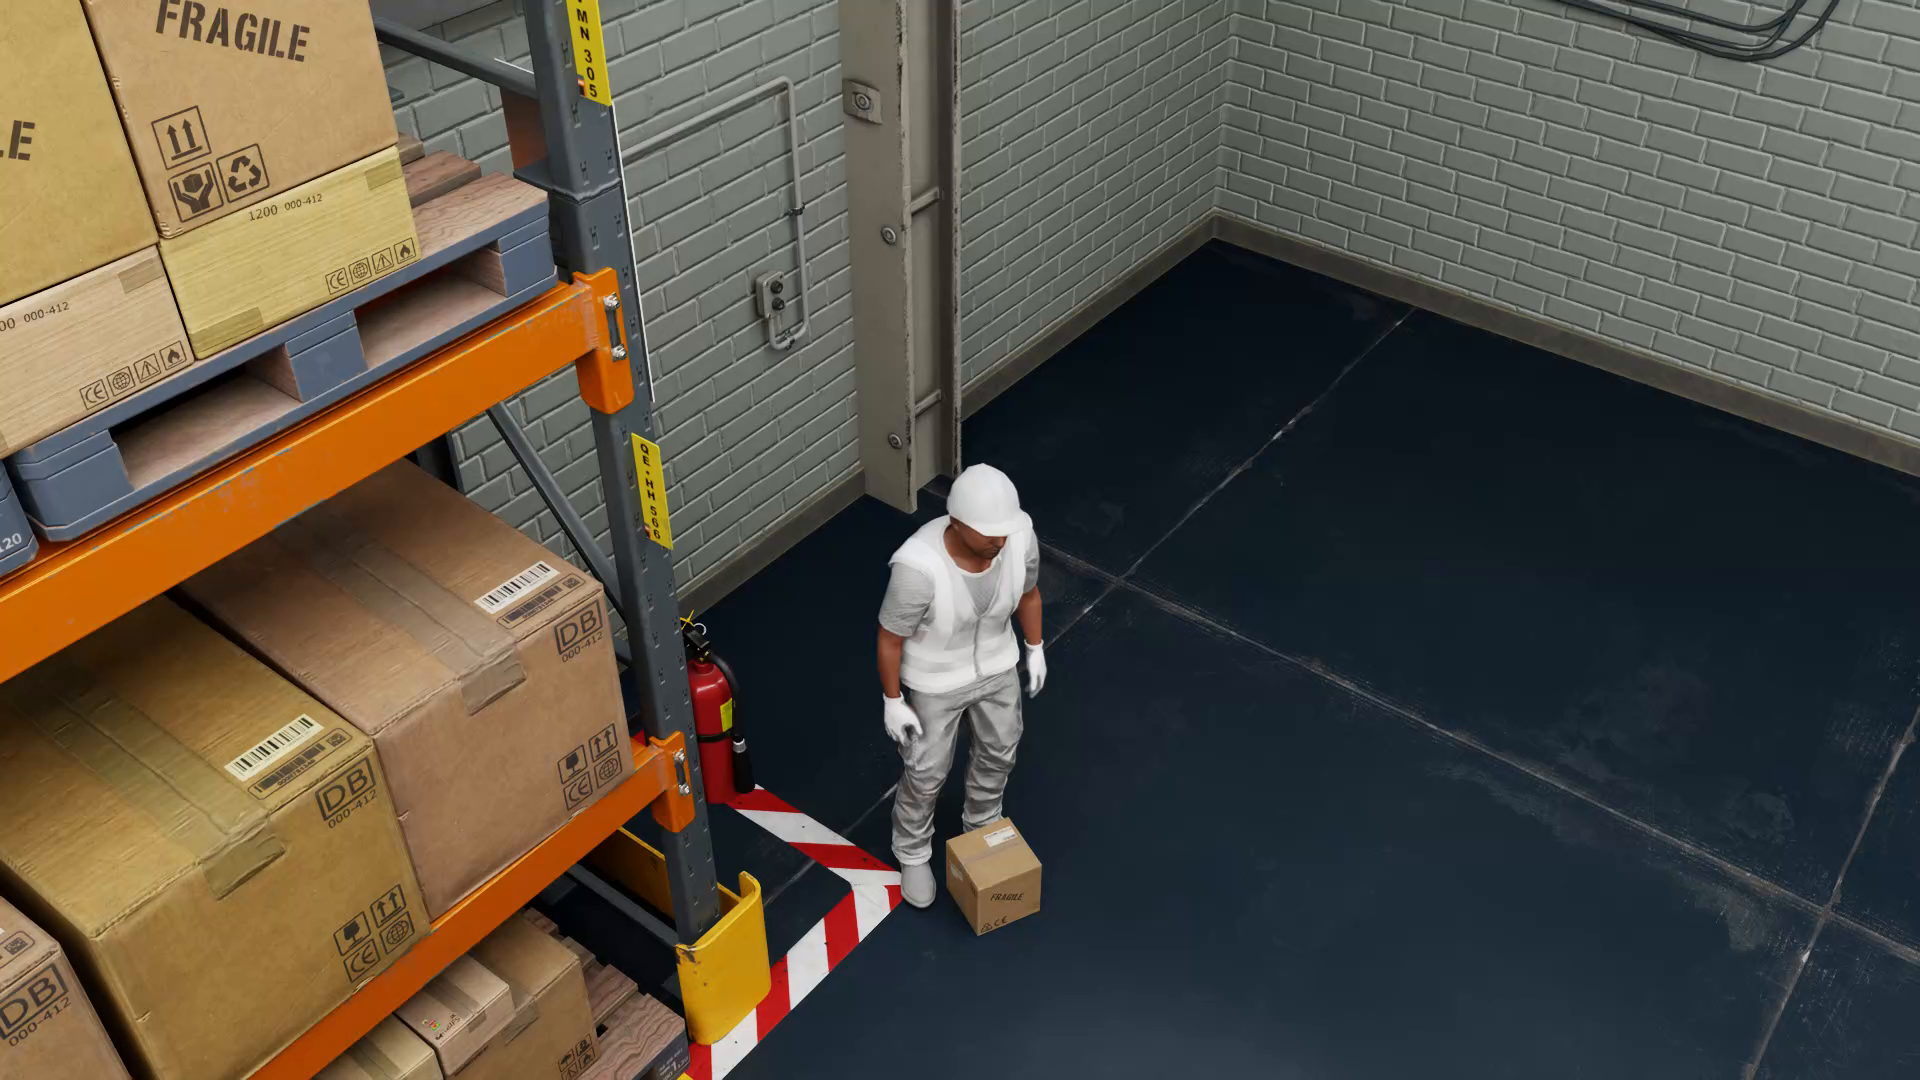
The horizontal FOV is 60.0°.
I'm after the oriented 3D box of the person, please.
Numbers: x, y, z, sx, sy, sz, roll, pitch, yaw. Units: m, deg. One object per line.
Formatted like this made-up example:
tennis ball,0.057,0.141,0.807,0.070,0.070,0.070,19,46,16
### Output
person,0.016,0.461,5.566,0.625,1.773,0.452,-19,42,-22
